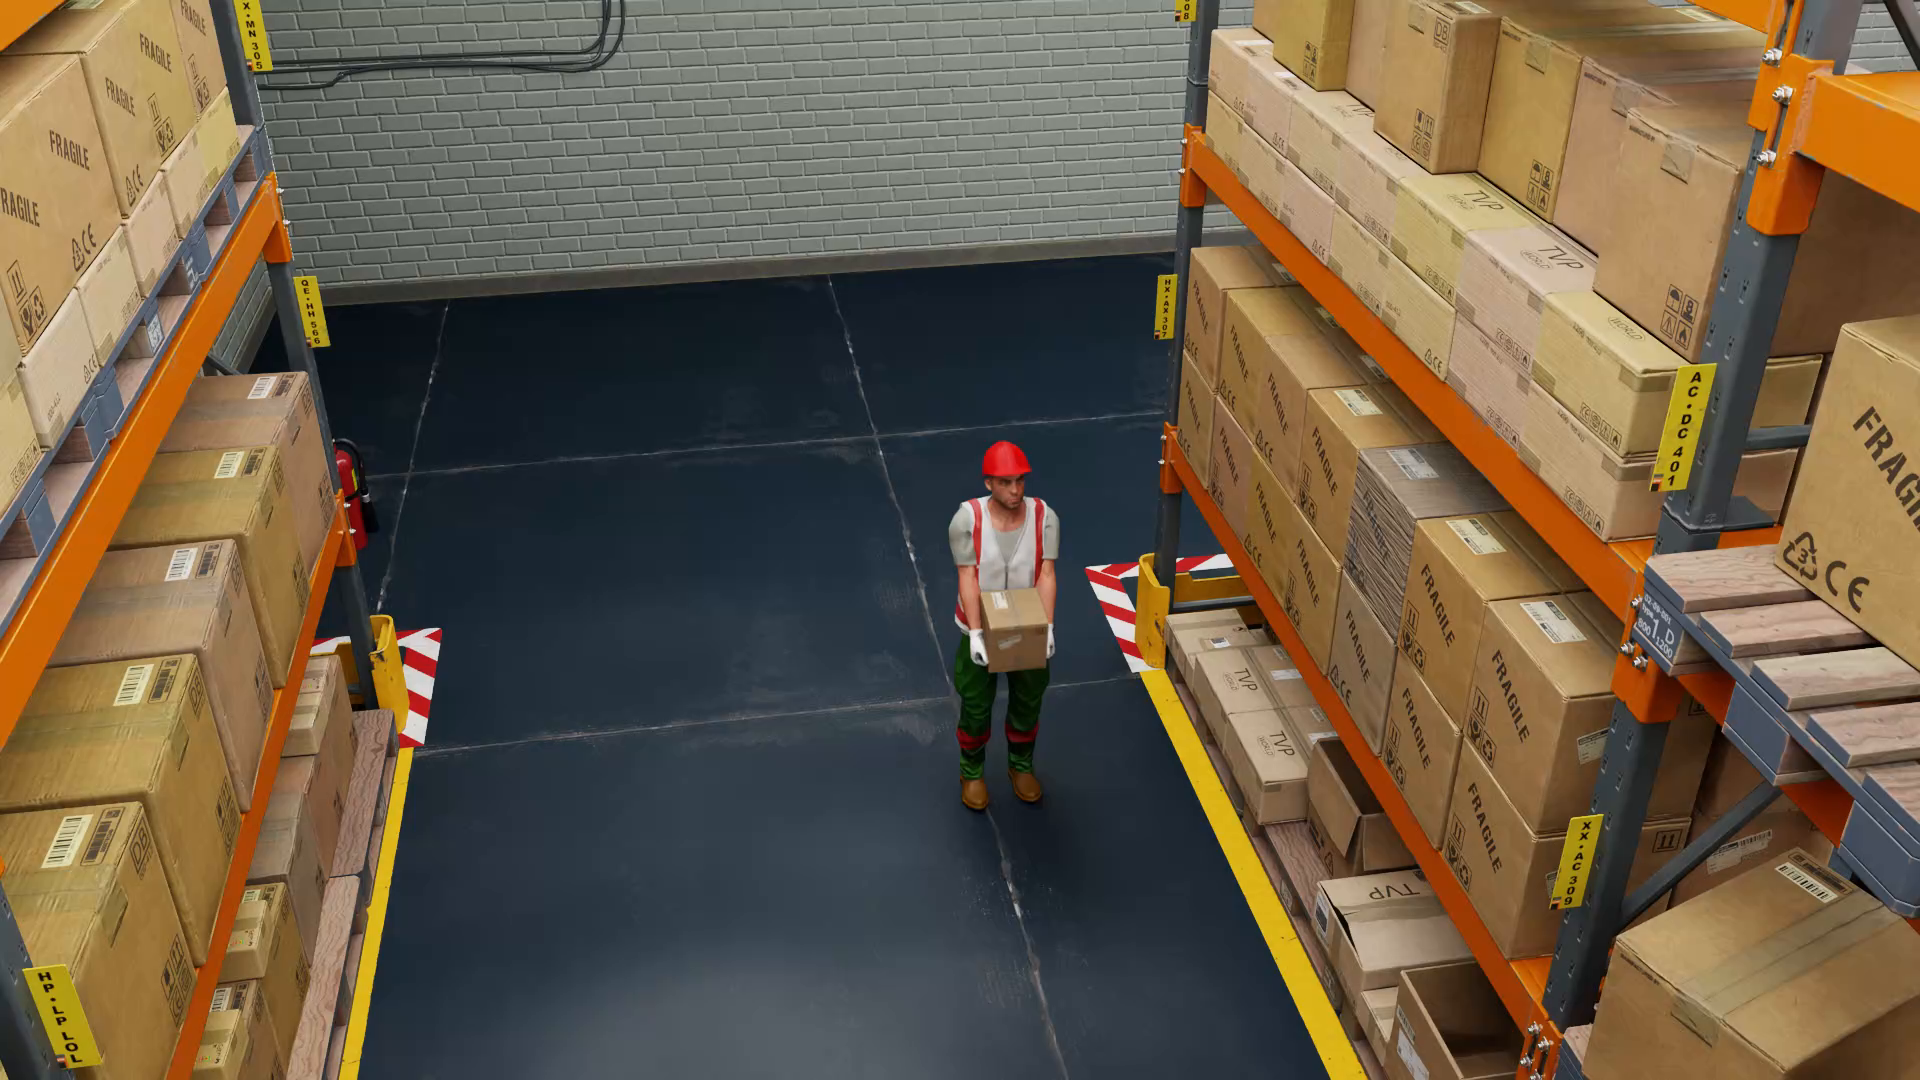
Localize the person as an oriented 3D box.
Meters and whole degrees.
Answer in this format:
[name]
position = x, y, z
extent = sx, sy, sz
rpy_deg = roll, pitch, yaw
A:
[person]
position = 0.215, 0.442, 7.368
extent = 0.494, 1.782, 0.570
rpy_deg = -5, 31, -8
